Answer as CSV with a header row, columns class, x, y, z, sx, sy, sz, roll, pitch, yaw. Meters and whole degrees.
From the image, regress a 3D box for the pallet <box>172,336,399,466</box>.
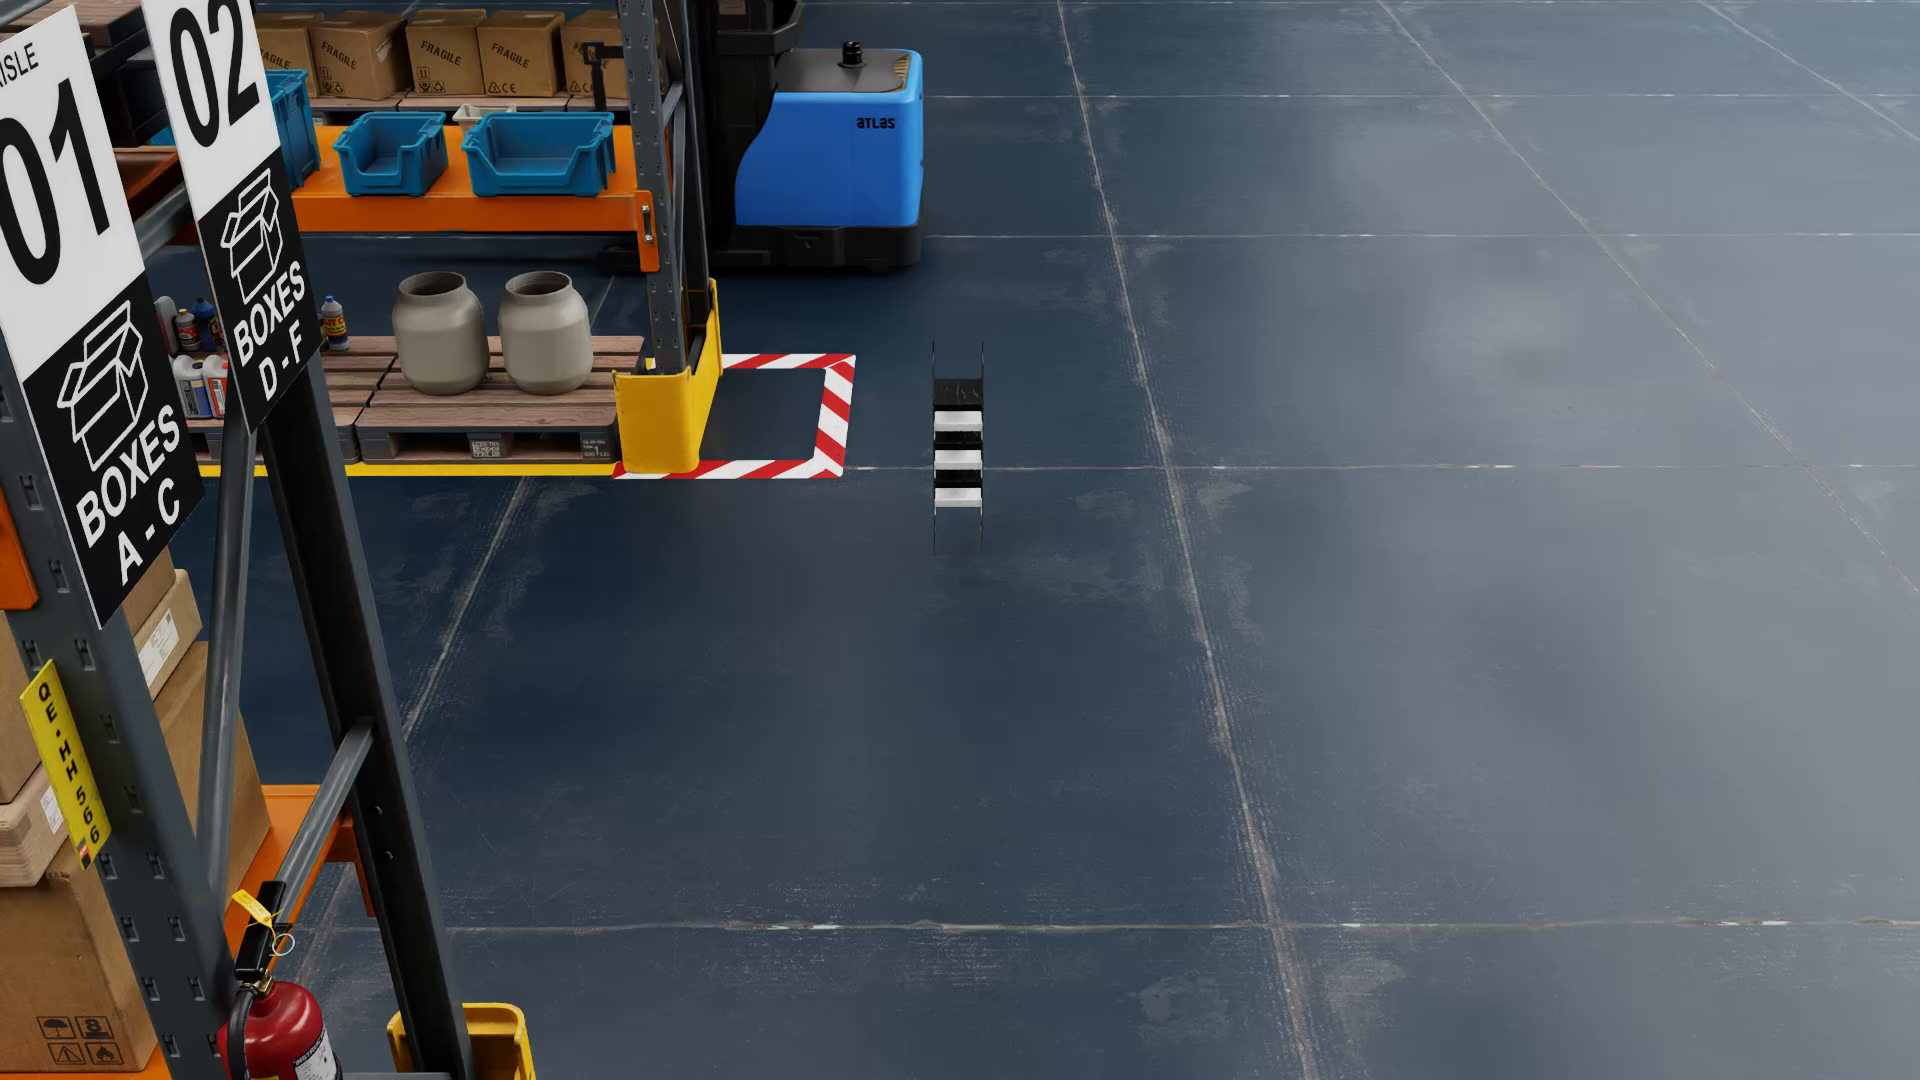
class,x,y,z,sx,sy,sz,roll,pitch,yaw
pallet,-3.440,-0.701,8.202,1.213,0.211,1.003,0,31,0

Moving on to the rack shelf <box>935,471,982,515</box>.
class,x,y,z,sx,sy,sz,roll,pitch,yaw
rack shelf,-0.008,-0.202,7.127,0.200,0.077,0.258,0,31,0

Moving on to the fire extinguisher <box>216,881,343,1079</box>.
class,x,y,z,sx,sy,sz,roll,pitch,yaw
fire extinguisher,-1.188,0.923,2.911,0.183,0.674,0.296,0,31,0

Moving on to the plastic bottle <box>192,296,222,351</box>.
class,x,y,z,sx,sy,sz,roll,pitch,yaw
plastic bottle,-3.795,-1.095,8.370,0.097,0.271,0.097,0,31,0

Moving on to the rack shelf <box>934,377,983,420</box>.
class,x,y,z,sx,sy,sz,roll,pitch,yaw
rack shelf,-0.008,-0.587,6.894,0.200,0.077,0.258,0,31,0

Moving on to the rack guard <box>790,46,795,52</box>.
class,x,y,z,sx,sy,sz,roll,pitch,yaw
rack guard,-1.441,-3.420,12.405,0.348,0.500,1.175,0,31,0

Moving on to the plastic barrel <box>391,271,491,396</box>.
class,x,y,z,sx,sy,sz,roll,pitch,yaw
plastic barrel,-2.494,-0.992,7.988,0.421,0.512,0.421,0,31,0

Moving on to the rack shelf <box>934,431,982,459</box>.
class,x,y,z,sx,sy,sz,roll,pitch,yaw
rack shelf,-0.008,-0.433,6.987,0.200,0.077,0.258,0,31,0

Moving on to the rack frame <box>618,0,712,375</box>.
class,x,y,z,sx,sy,sz,roll,pitch,yaw
rack frame,-1.335,-1.920,7.522,0.127,3.000,1.000,0,31,0

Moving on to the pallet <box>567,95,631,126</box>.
class,x,y,z,sx,sy,sz,roll,pitch,yaw
pallet,-2.253,-3.312,12.506,1.213,0.211,1.003,0,31,0

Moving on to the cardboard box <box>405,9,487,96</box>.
class,x,y,z,sx,sy,sz,roll,pitch,yaw
cardboard box,-3.771,-3.616,12.323,0.500,0.500,0.500,-3,31,-5

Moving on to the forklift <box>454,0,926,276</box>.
class,x,y,z,sx,sy,sz,roll,pitch,yaw
forklift,-1.742,-3.088,9.515,3.031,2.935,1.130,1,31,1

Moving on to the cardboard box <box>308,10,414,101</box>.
class,x,y,z,sx,sy,sz,roll,pitch,yaw
cardboard box,-4.392,-3.574,12.253,0.500,0.500,0.500,10,33,15

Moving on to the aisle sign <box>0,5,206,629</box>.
class,x,y,z,sx,sy,sz,roll,pitch,yaw
aisle sign,-1.241,-0.310,2.363,0.004,0.787,0.394,0,31,0

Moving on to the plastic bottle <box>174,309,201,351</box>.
class,x,y,z,sx,sy,sz,roll,pitch,yaw
plastic bottle,-3.897,-1.065,8.387,0.097,0.201,0.097,0,31,0

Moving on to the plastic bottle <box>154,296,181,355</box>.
class,x,y,z,sx,sy,sz,roll,pitch,yaw
plastic bottle,-4.015,-1.082,8.344,0.135,0.276,0.152,0,31,1

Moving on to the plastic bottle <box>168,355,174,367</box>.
class,x,y,z,sx,sy,sz,roll,pitch,yaw
plastic bottle,-3.725,-0.753,7.728,0.185,0.351,0.144,1,31,2

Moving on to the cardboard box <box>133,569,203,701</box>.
class,x,y,z,sx,sy,sz,roll,pitch,yaw
cardboard box,-1.702,0.219,3.276,0.250,0.149,0.380,0,31,-1

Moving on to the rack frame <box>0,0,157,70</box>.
class,x,y,z,sx,sy,sz,roll,pitch,yaw
rack frame,-1.309,-1.915,1.731,0.127,3.000,1.000,0,31,0

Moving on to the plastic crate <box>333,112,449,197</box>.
class,x,y,z,sx,sy,sz,roll,pitch,yaw
plastic crate,-2.483,-1.700,7.304,0.408,0.251,0.499,0,31,0

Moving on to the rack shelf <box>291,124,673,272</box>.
class,x,y,z,sx,sy,sz,roll,pitch,yaw
rack shelf,-3.335,-1.606,7.699,4.000,0.370,1.077,0,31,0

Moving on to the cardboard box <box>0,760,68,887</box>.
class,x,y,z,sx,sy,sz,roll,pitch,yaw
cardboard box,-1.690,0.430,2.929,0.250,0.149,0.380,-1,31,-1

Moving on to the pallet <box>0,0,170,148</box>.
class,x,y,z,sx,sy,sz,roll,pitch,yaw
pallet,-2.016,-0.606,2.551,1.213,0.211,1.003,0,31,0

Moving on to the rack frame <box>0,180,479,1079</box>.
class,x,y,z,sx,sy,sz,roll,pitch,yaw
rack frame,-1.309,0.650,3.288,0.127,3.000,1.000,0,31,0

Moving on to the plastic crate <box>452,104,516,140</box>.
class,x,y,z,sx,sy,sz,roll,pitch,yaw
plastic crate,-2.232,-1.971,7.861,0.250,0.136,0.298,0,31,0

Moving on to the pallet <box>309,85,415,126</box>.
class,x,y,z,sx,sy,sz,roll,pitch,yaw
pallet,-4.693,-3.305,12.493,1.213,0.211,1.003,0,31,0

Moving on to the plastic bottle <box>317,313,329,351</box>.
class,x,y,z,sx,sy,sz,roll,pitch,yaw
plastic bottle,-3.253,-1.067,8.391,0.097,0.201,0.097,0,31,0

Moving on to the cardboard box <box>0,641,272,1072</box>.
class,x,y,z,sx,sy,sz,roll,pitch,yaw
cardboard box,-1.776,0.602,3.270,0.500,0.500,0.700,0,31,0

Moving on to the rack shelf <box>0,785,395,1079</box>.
class,x,y,z,sx,sy,sz,roll,pitch,yaw
rack shelf,-3.309,0.963,3.464,4.000,0.370,1.077,0,31,0

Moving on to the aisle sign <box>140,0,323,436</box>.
class,x,y,z,sx,sy,sz,roll,pitch,yaw
aisle sign,-1.245,-0.621,2.876,0.004,0.787,0.394,0,31,0

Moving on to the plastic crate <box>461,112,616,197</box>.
class,x,y,z,sx,sy,sz,roll,pitch,yaw
plastic crate,-1.833,-1.699,7.303,0.616,0.251,0.499,0,31,0

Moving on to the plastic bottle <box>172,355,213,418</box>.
class,x,y,z,sx,sy,sz,roll,pitch,yaw
plastic bottle,-3.560,-0.723,7.752,0.135,0.276,0.152,-1,31,-2

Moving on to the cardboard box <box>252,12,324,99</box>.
class,x,y,z,sx,sy,sz,roll,pitch,yaw
cardboard box,-4.964,-3.568,12.244,0.500,0.500,0.500,-1,31,-2

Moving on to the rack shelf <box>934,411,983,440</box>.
class,x,y,z,sx,sy,sz,roll,pitch,yaw
rack shelf,-0.008,-0.510,6.940,0.200,0.077,0.258,0,31,0

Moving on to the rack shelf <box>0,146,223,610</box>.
class,x,y,z,sx,sy,sz,roll,pitch,yaw
rack shelf,-3.309,-0.319,2.686,4.000,0.370,1.077,0,31,0

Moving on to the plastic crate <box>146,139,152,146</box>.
class,x,y,z,sx,sy,sz,roll,pitch,yaw
plastic crate,-3.712,-1.931,7.795,0.437,0.136,0.530,0,31,0

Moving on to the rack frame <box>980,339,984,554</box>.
class,x,y,z,sx,sy,sz,roll,pitch,yaw
rack frame,0.094,-0.385,7.017,0.006,0.900,0.240,0,31,0

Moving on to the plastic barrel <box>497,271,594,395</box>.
class,x,y,z,sx,sy,sz,roll,pitch,yaw
plastic barrel,-1.992,-0.994,7.990,0.421,0.512,0.421,0,31,0

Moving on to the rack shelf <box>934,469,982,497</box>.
class,x,y,z,sx,sy,sz,roll,pitch,yaw
rack shelf,-0.008,-0.279,7.081,0.200,0.077,0.258,0,31,0

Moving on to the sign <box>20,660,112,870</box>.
class,x,y,z,sx,sy,sz,roll,pitch,yaw
sign,-1.319,0.335,2.462,0.005,0.325,0.100,0,31,0

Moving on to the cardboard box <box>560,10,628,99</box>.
class,x,y,z,sx,sy,sz,roll,pitch,yaw
cardboard box,-2.587,-3.587,12.275,0.500,0.500,0.500,8,32,13

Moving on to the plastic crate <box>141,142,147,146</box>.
class,x,y,z,sx,sy,sz,roll,pitch,yaw
plastic crate,-3.976,-1.675,7.322,0.662,0.188,0.450,0,31,0

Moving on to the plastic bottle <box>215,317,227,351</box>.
class,x,y,z,sx,sy,sz,roll,pitch,yaw
plastic bottle,-3.692,-1.066,8.388,0.097,0.201,0.097,0,31,0

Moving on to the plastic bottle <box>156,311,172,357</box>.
class,x,y,z,sx,sy,sz,roll,pitch,yaw
plastic bottle,-4.014,-1.030,8.251,0.133,0.283,0.061,0,31,0

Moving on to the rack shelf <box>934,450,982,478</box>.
class,x,y,z,sx,sy,sz,roll,pitch,yaw
rack shelf,-0.008,-0.356,7.034,0.200,0.077,0.258,0,31,0

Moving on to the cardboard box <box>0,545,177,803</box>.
class,x,y,z,sx,sy,sz,roll,pitch,yaw
cardboard box,-1.828,0.047,2.933,0.500,0.500,0.700,0,31,0

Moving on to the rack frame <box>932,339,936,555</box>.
class,x,y,z,sx,sy,sz,roll,pitch,yaw
rack frame,-0.110,-0.384,7.016,0.006,0.900,0.240,0,31,0

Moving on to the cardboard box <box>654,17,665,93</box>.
class,x,y,z,sx,sy,sz,roll,pitch,yaw
cardboard box,-1.989,-3.607,12.307,0.500,0.500,0.500,5,32,9

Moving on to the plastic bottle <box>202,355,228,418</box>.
class,x,y,z,sx,sy,sz,roll,pitch,yaw
plastic bottle,-3.421,-0.724,7.753,0.135,0.276,0.152,0,31,0

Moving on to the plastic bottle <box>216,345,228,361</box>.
class,x,y,z,sx,sy,sz,roll,pitch,yaw
plastic bottle,-3.422,-0.782,7.842,0.133,0.283,0.061,0,31,0

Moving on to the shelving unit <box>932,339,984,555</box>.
class,x,y,z,sx,sy,sz,roll,pitch,yaw
shelving unit,-0.008,-0.385,7.017,0.210,0.900,0.258,0,31,0

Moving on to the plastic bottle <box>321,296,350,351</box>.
class,x,y,z,sx,sy,sz,roll,pitch,yaw
plastic bottle,-3.150,-1.097,8.373,0.097,0.271,0.097,0,31,0

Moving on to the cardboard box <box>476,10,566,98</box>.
class,x,y,z,sx,sy,sz,roll,pitch,yaw
cardboard box,-3.213,-3.595,12.288,0.500,0.500,0.500,3,31,4

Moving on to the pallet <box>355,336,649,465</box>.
class,x,y,z,sx,sy,sz,roll,pitch,yaw
pallet,-2.223,-0.703,8.206,1.213,0.211,1.003,0,31,0

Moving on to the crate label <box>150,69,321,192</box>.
class,x,y,z,sx,sy,sz,roll,pitch,yaw
crate label,-3.174,-1.789,7.273,0.616,0.435,0.502,0,31,0

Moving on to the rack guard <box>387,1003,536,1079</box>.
class,x,y,z,sx,sy,sz,roll,pitch,yaw
rack guard,-1.285,1.718,3.936,0.348,0.500,1.175,0,31,0

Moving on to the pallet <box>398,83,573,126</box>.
class,x,y,z,sx,sy,sz,roll,pitch,yaw
pallet,-3.470,-3.310,12.502,1.213,0.211,1.003,0,31,0

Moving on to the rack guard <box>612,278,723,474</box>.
class,x,y,z,sx,sy,sz,roll,pitch,yaw
rack guard,-1.410,-0.826,8.130,0.348,0.500,1.175,0,31,0

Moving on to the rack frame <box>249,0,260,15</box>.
class,x,y,z,sx,sy,sz,roll,pitch,yaw
rack frame,-5.365,-4.476,11.736,0.127,3.000,1.000,0,31,0
